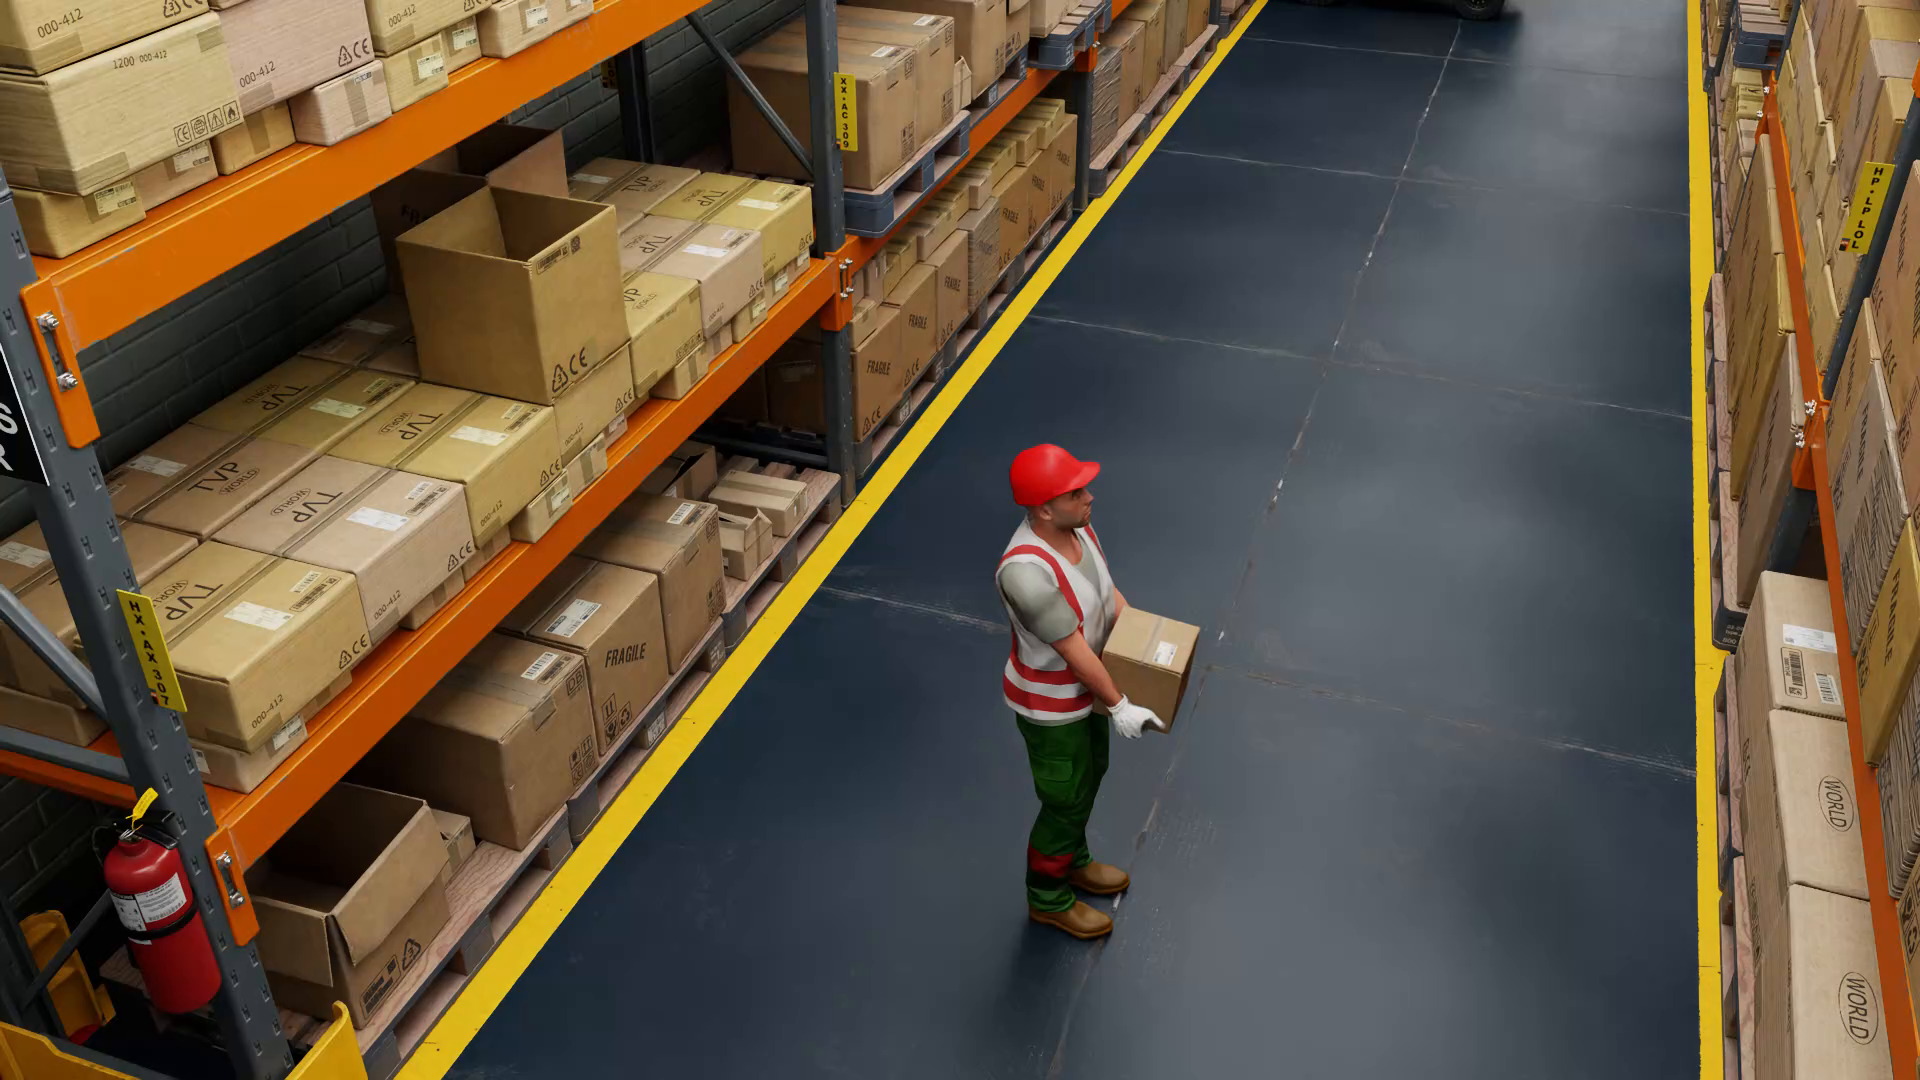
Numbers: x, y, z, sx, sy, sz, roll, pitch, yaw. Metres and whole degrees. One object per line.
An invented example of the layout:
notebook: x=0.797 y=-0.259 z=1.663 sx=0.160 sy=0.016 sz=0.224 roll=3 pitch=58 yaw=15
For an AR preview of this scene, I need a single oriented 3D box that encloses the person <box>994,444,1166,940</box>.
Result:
person: x=0.415 y=0.507 z=5.342 sx=0.564 sy=1.782 sz=0.494 roll=11 pitch=35 yaw=16
